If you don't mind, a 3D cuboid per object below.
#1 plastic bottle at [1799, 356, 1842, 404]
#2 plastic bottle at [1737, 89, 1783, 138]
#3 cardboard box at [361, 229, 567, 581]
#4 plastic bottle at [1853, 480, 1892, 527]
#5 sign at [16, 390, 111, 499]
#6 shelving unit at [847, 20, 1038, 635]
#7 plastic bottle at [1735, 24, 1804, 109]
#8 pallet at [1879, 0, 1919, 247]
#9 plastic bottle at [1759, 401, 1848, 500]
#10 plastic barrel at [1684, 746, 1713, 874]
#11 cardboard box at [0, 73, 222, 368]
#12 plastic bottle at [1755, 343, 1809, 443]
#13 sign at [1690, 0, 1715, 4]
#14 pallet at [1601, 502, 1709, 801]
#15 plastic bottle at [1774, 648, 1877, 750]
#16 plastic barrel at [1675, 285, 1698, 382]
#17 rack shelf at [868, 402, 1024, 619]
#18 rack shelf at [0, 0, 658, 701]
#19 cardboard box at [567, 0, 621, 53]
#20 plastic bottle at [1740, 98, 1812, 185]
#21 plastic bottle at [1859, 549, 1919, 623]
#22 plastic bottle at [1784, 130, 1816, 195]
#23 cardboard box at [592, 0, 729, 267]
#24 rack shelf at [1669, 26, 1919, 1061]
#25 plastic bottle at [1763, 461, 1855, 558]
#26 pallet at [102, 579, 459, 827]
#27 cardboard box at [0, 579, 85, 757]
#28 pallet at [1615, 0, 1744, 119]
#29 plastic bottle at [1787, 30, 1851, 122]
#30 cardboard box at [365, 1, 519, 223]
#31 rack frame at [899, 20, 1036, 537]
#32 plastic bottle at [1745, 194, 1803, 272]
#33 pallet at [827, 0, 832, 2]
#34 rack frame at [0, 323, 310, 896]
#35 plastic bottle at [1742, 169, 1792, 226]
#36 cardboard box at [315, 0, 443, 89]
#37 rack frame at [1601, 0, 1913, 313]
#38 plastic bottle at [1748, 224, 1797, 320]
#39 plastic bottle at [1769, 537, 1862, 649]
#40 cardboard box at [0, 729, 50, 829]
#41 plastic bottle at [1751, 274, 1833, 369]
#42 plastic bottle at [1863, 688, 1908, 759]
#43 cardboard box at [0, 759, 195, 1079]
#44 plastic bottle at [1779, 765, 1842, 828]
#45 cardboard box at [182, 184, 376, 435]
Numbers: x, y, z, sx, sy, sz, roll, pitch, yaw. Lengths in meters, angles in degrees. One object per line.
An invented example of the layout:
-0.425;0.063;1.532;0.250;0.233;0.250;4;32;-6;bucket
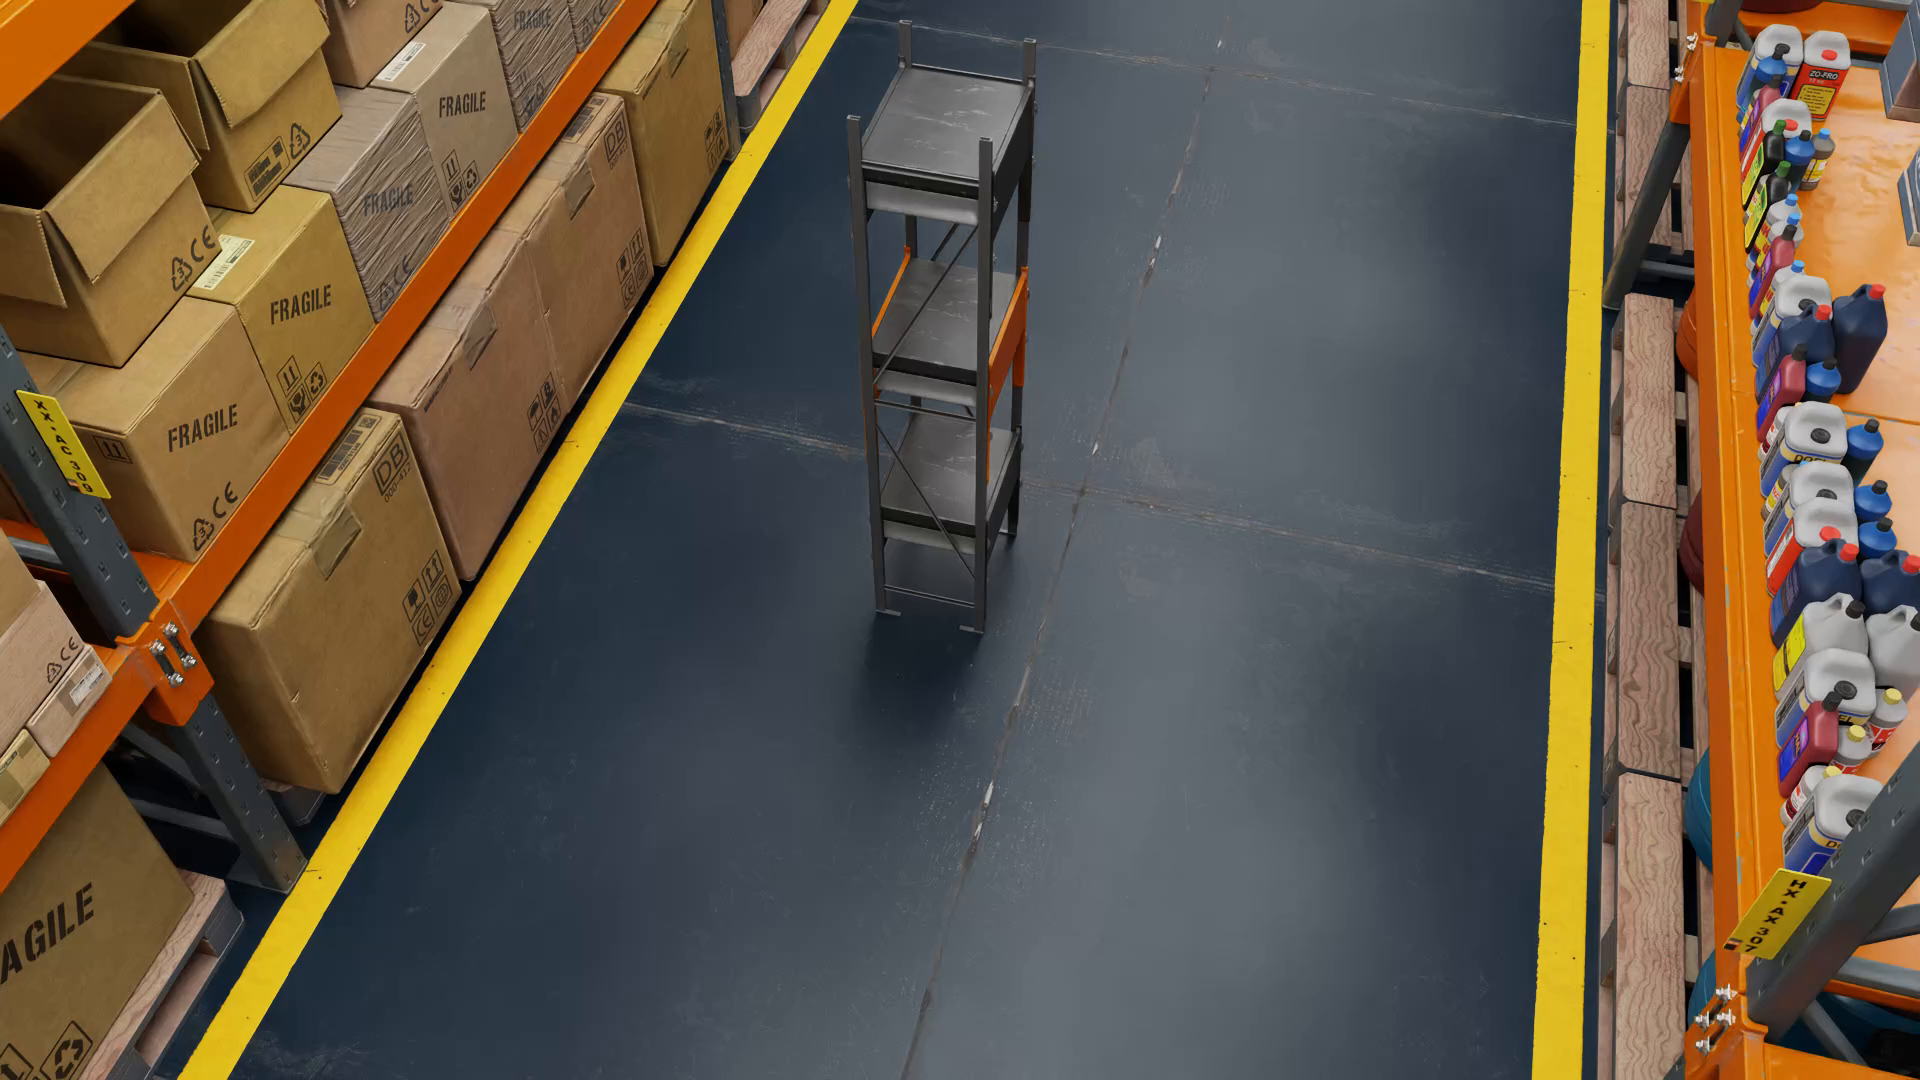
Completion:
2.407;-0.407;4.695;0.097;0.271;0.097;0;49;0;plastic bottle
2.737;-1.463;5.673;0.097;0.201;0.097;0;49;0;plastic bottle
-2.203;-0.560;5.881;1.225;0.875;0.875;10;49;9;cardboard box
2.374;-0.055;4.383;0.097;0.271;0.097;0;49;0;plastic bottle
-2.050;-0.215;3.809;0.100;0.325;0.005;12;50;10;sign
-0.044;-0.575;5.357;0.431;2.100;0.503;12;50;10;shelving unit
2.819;-1.636;5.776;0.152;0.276;0.135;12;50;10;plastic bottle
2.304;-0.550;2.860;1.213;0.211;1.003;12;50;10;pallet
2.309;-0.235;4.540;0.152;0.276;0.135;12;50;10;plastic bottle
2.538;0.620;4.822;0.600;0.901;0.708;12;50;10;plastic barrel
-2.426;-0.839;4.254;0.797;0.503;0.637;10;49;9;cardboard box
2.326;-0.414;4.692;0.061;0.283;0.133;12;50;10;plastic bottle
2.712;-2.084;5.980;0.100;0.325;0.005;12;50;10;sign
2.755;0.454;5.708;1.003;0.211;1.213;12;50;10;pallet
2.080;0.395;3.984;0.152;0.276;0.135;12;50;10;plastic bottle
3.133;-0.990;6.291;0.600;0.830;0.708;12;50;10;plastic barrel
-0.044;-0.103;5.892;0.431;0.518;0.480;12;50;10;rack shelf
-2.060;-1.219;5.805;1.077;0.370;4.000;12;50;10;rack shelf
-1.561;-2.172;6.099;0.500;0.500;0.500;11;50;10;cardboard box
2.697;-1.302;5.481;0.152;0.276;0.135;12;50;10;plastic bottle
2.306;0.148;4.151;0.144;0.351;0.185;12;50;10;plastic bottle
2.699;-1.210;5.403;0.097;0.271;0.097;0;49;0;plastic bottle
-1.735;-1.845;7.014;1.225;0.875;0.875;9;49;8;cardboard box
2.719;-0.242;4.943;1.077;0.370;4.000;12;50;10;rack shelf
2.248;-0.067;4.392;0.152;0.276;0.135;12;50;10;plastic bottle
-2.456;0.339;5.810;1.003;0.211;1.213;12;50;10;pallet
-2.449;0.312;3.876;0.500;0.250;0.500;11;49;9;cardboard box
3.809;-2.436;8.259;1.003;0.211;1.213;12;50;10;pallet
2.966;-1.606;5.750;0.152;0.276;0.135;12;50;10;plastic bottle
-1.829;-1.428;5.443;0.500;0.500;0.500;12;50;11;cardboard box
0.021;-0.752;5.513;0.400;2.100;0.015;12;50;10;rack frame
2.545;-0.958;5.181;0.097;0.271;0.097;0;49;0;plastic bottle
-1.003;-3.426;9.133;1.003;0.211;1.213;12;50;10;pallet
-2.586;-0.011;4.259;1.000;3.000;0.127;12;50;10;rack frame
2.605;-1.102;5.354;0.097;0.201;0.097;0;49;0;plastic bottle
-2.086;-1.786;5.090;0.797;0.503;0.637;13;50;11;cardboard box
3.245;-1.926;5.950;1.000;3.000;0.127;12;50;10;rack frame
2.471;-0.812;5.044;0.061;0.283;0.133;12;50;10;plastic bottle
2.167;0.120;4.176;0.144;0.351;0.185;12;50;10;plastic bottle
-2.418;0.544;3.936;0.380;0.149;0.250;12;50;11;cardboard box
2.454;-0.633;4.891;0.152;0.276;0.135;12;50;10;plastic bottle
2.205;0.431;4.002;0.097;0.201;0.097;0;49;0;plastic bottle
-2.837;1.015;4.490;0.875;0.875;0.875;12;50;10;cardboard box
1.988;0.594;3.857;0.097;0.201;0.097;0;49;0;plastic bottle
-2.092;-0.691;4.792;0.500;0.500;0.500;12;50;10;cardboard box
